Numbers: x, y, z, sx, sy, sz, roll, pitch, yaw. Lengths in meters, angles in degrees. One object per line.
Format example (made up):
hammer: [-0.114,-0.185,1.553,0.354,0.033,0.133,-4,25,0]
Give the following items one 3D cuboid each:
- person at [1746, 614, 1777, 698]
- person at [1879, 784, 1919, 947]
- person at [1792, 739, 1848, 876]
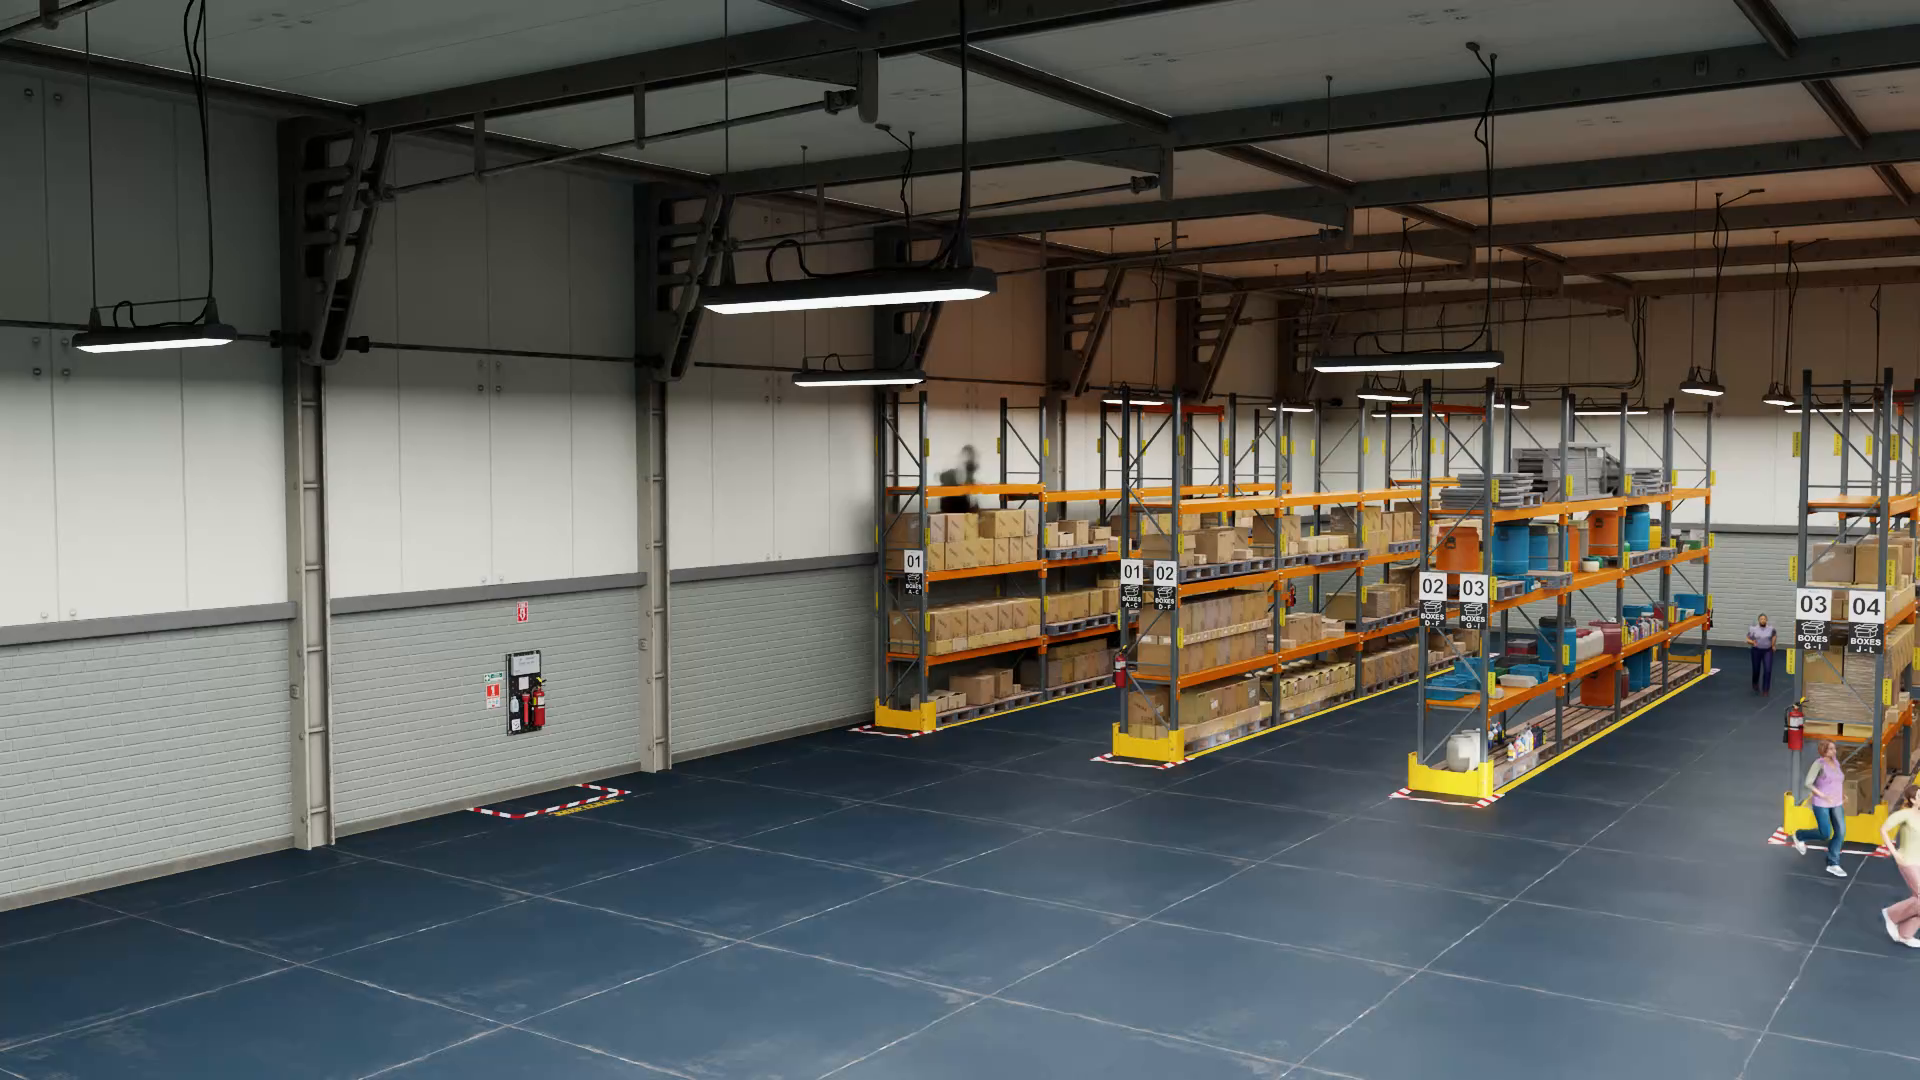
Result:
person: [16.242,2.316,33.706,0.580,1.668,0.896,1,3,22]
person: [9.561,3.265,16.611,0.624,1.625,0.514,-1,3,-22]
person: [10.218,3.131,19.677,0.554,1.576,0.732,-1,3,-20]
